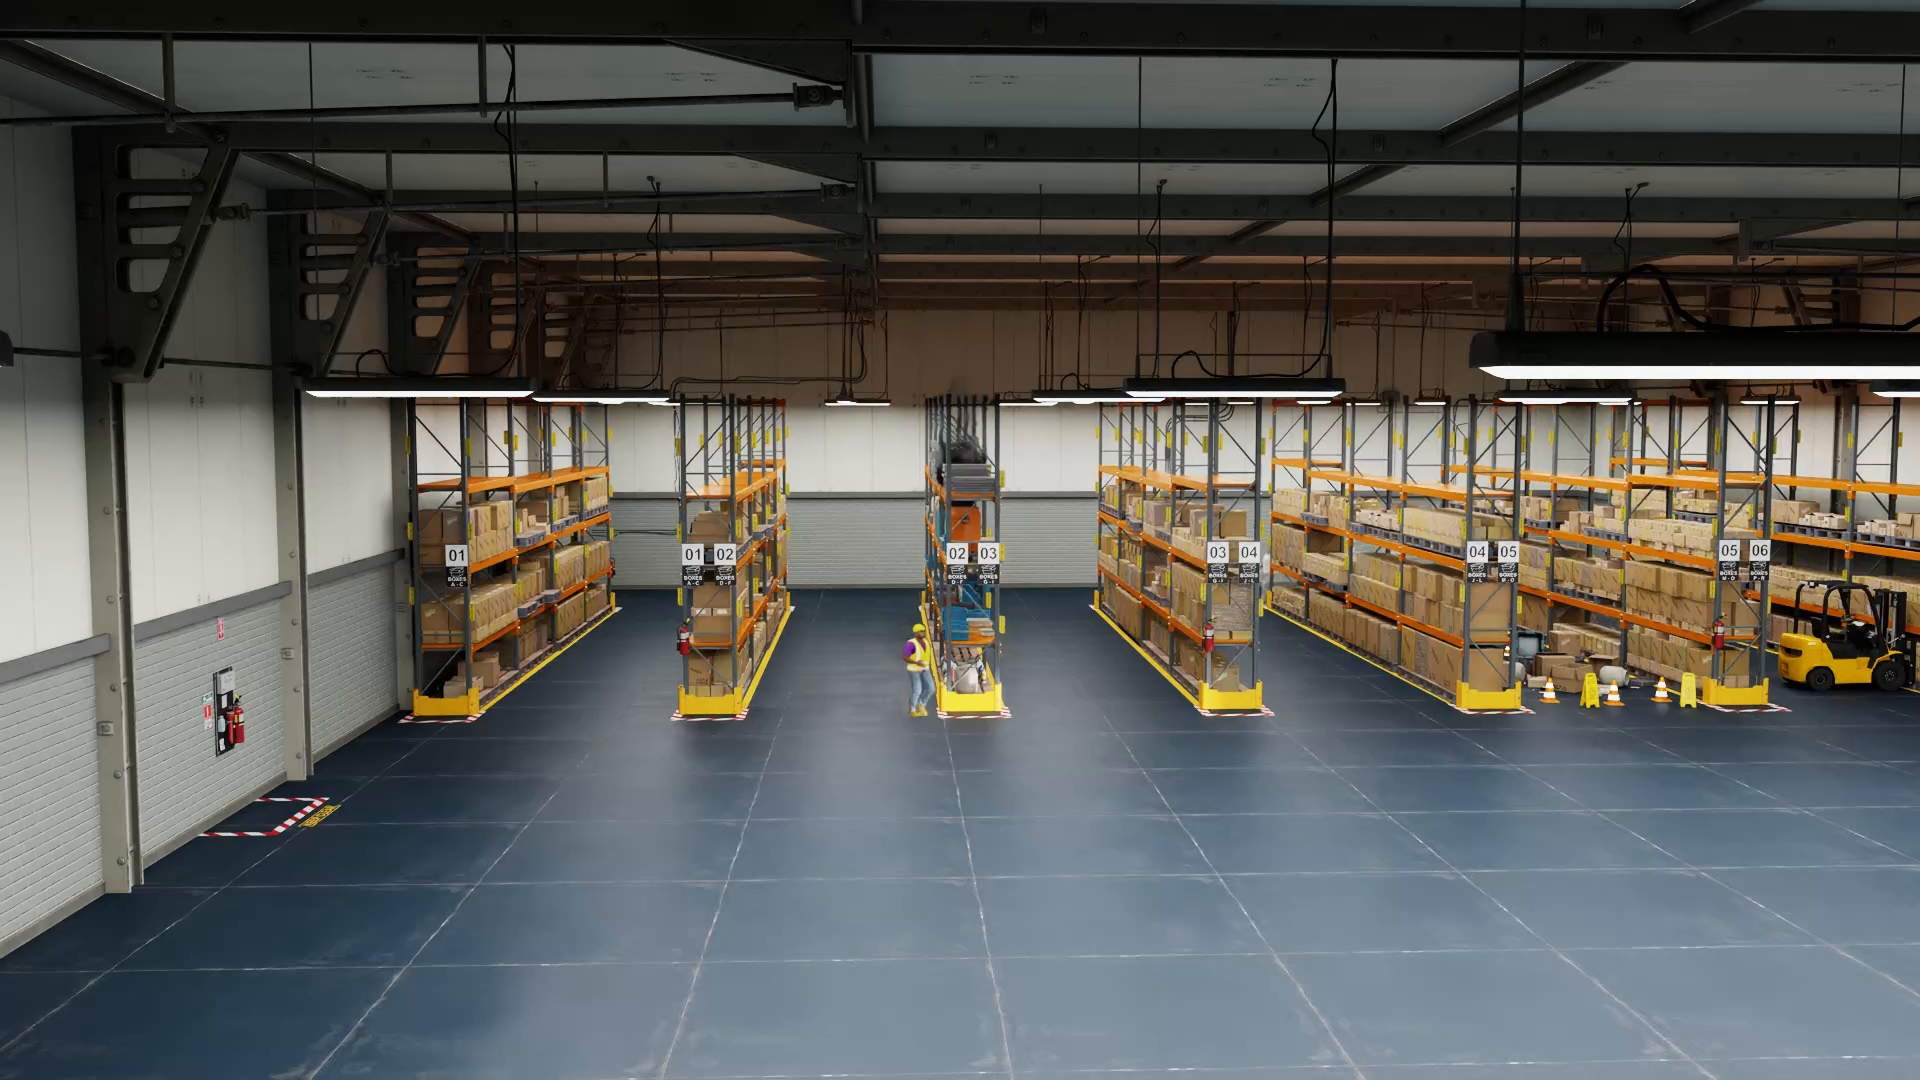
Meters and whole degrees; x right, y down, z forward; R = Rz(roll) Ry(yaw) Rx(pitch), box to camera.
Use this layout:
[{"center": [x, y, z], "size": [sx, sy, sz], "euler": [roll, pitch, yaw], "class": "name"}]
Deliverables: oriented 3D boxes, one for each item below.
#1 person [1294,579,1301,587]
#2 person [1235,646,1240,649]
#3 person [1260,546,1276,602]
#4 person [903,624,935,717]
[{"center": [10.026, 1.072, 48.823], "size": [0.766, 1.639, 0.603], "euler": [3, 5, 34], "class": "person"}, {"center": [6.528, 1.662, 39.952], "size": [0.681, 1.822, 0.916], "euler": [0, 5, -1], "class": "person"}, {"center": [9.128, 0.979, 49.330], "size": [0.812, 1.706, 0.722], "euler": [-3, 5, -33], "class": "person"}, {"center": [-0.737, 2.423, 30.729], "size": [0.700, 1.746, 0.649], "euler": [-4, 6, -41], "class": "person"}]
